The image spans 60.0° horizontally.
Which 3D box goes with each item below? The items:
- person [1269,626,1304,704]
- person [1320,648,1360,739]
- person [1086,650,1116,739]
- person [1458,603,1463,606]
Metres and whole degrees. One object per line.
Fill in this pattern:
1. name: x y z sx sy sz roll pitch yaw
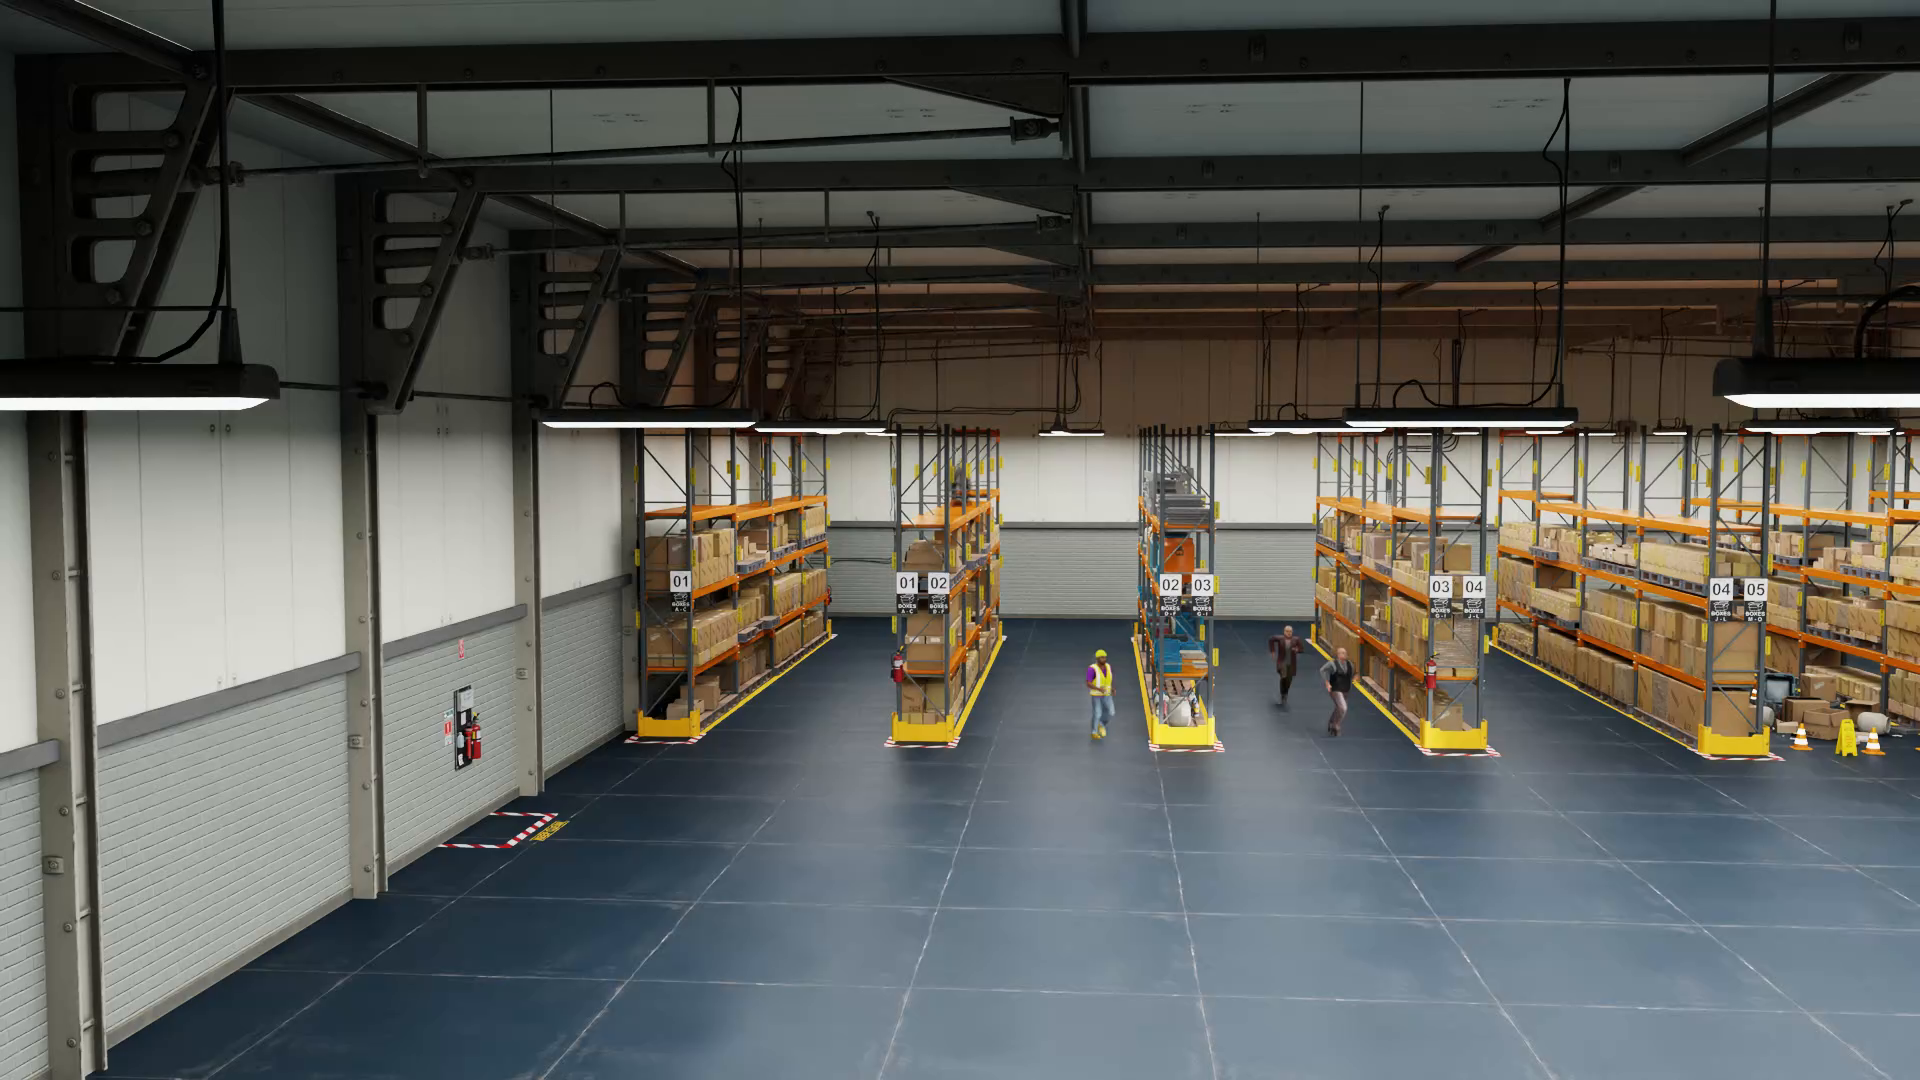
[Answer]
1. person: 6.998 2.674 35.685 0.690 1.706 0.960 0 3 -1
2. person: 7.290 2.943 31.890 0.659 1.756 0.801 -2 4 -25
3. person: 2.697 2.932 31.484 0.682 1.716 0.700 -2 4 -26
4. person: 13.529 2.221 44.517 0.553 1.617 0.745 1 4 11
